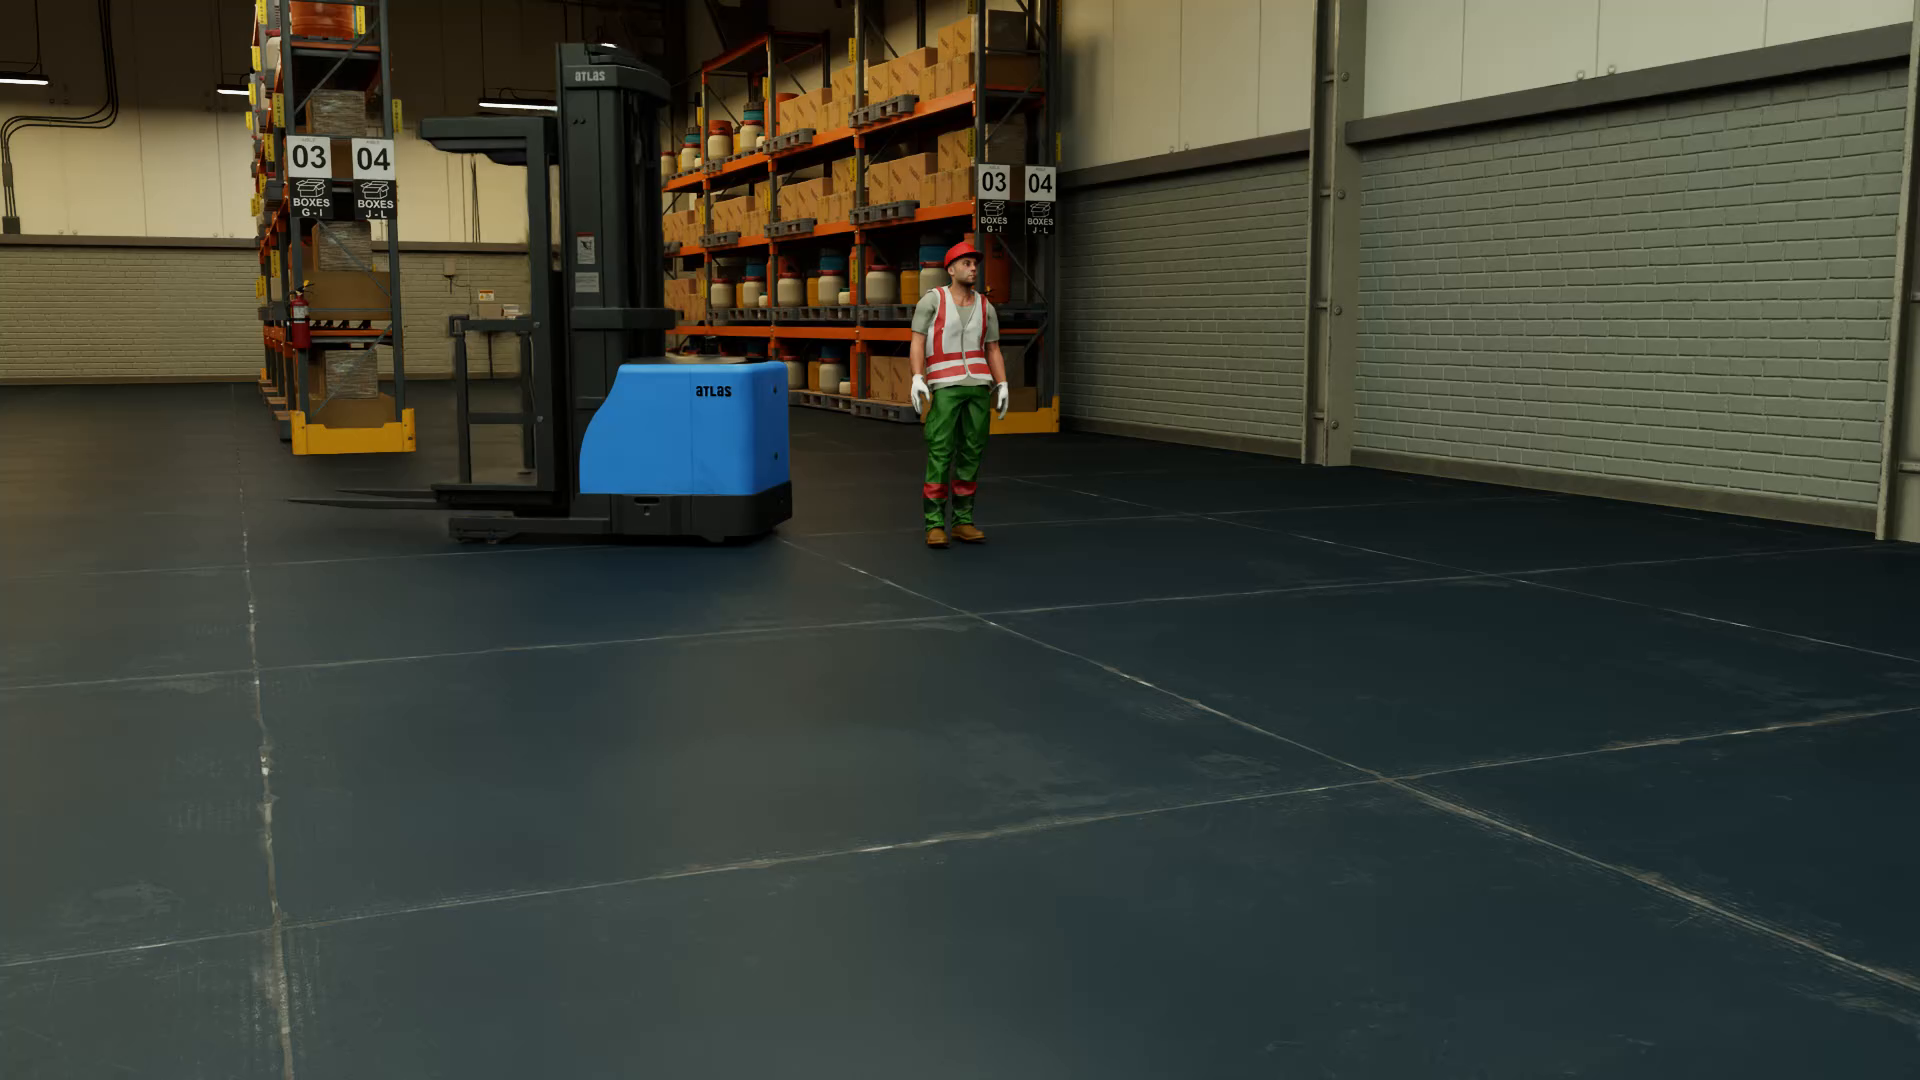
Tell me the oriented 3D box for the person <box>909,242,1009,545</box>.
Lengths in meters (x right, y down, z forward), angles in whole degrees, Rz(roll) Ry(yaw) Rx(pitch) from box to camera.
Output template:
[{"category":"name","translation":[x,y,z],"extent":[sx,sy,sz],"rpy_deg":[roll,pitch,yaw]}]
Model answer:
[{"category":"person","translation":[0.021,-0.884,9.959],"extent":[0.638,1.787,0.564],"rpy_deg":[-3,8,-23]}]

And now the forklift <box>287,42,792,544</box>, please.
[{"category":"forklift","translation":[-2.639,-1.497,10.293],"extent":[3.031,2.935,1.130],"rpy_deg":[1,8,8]}]
